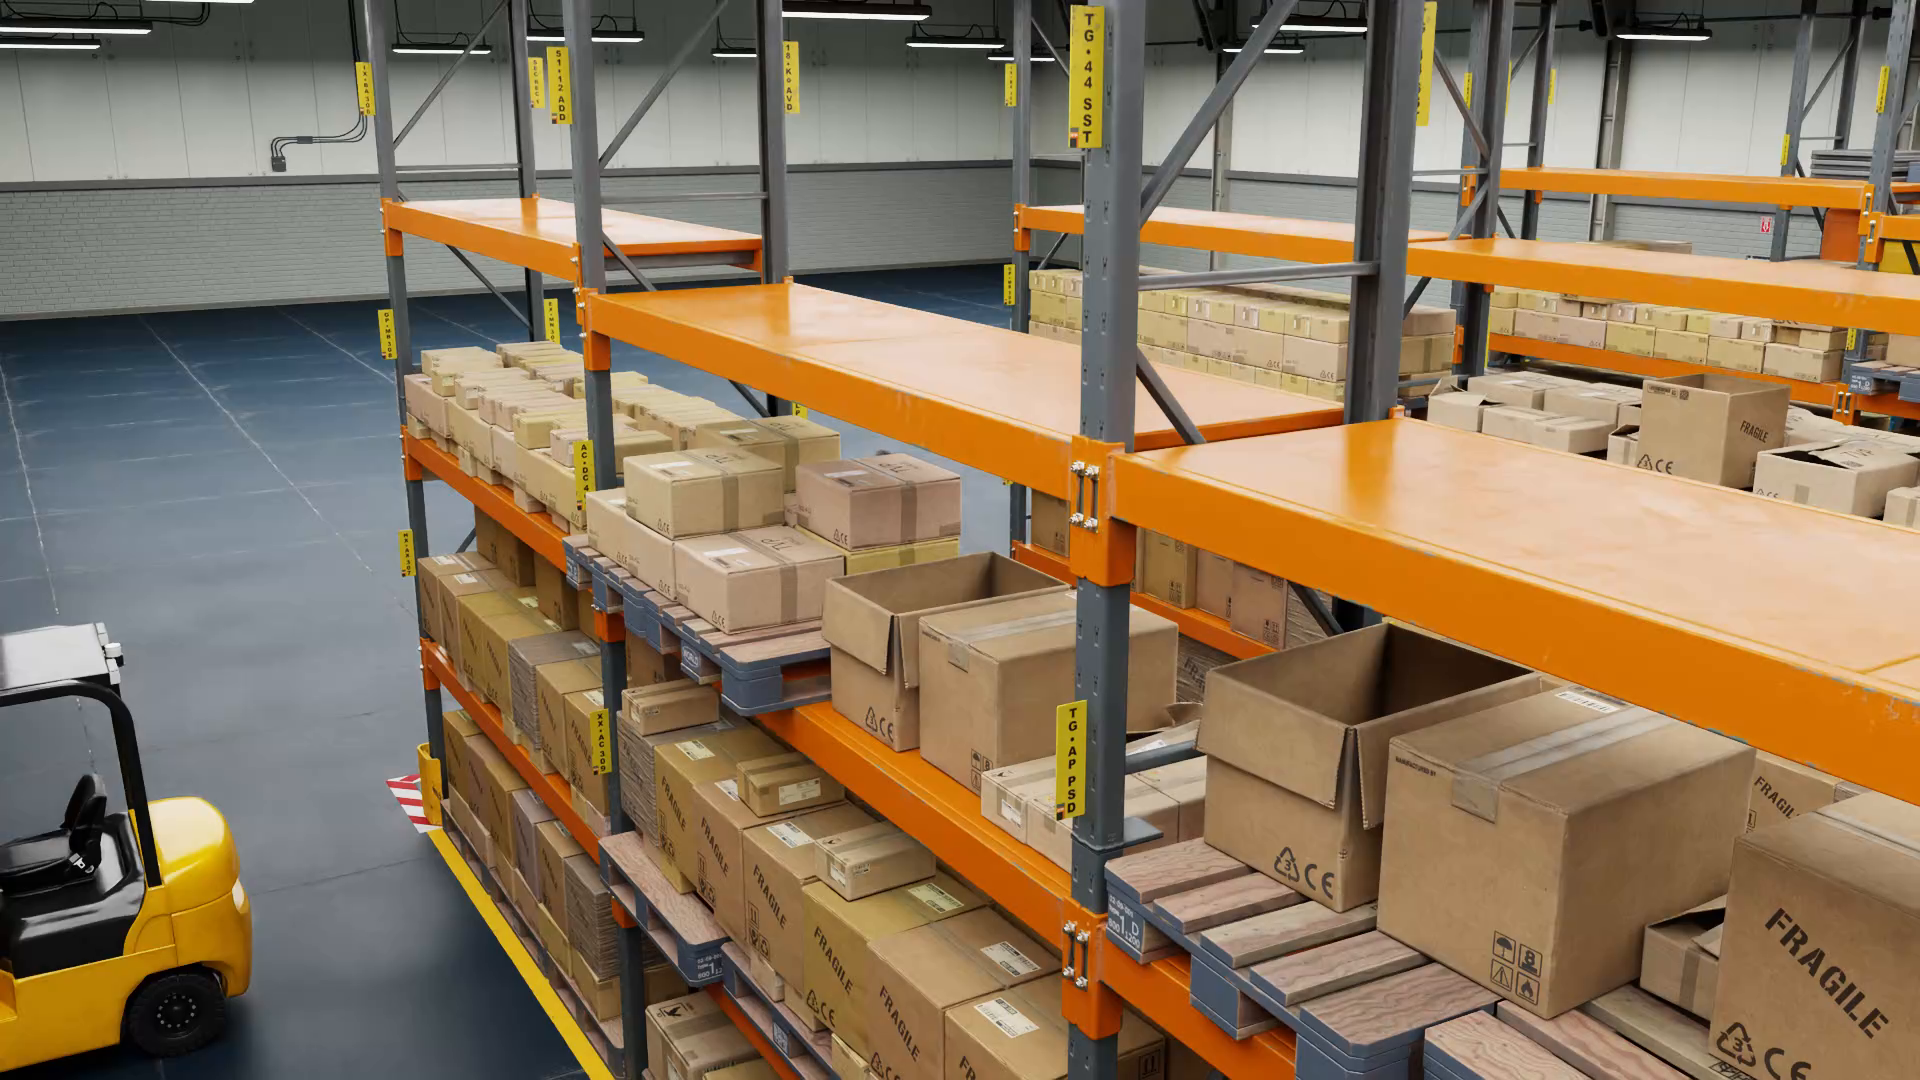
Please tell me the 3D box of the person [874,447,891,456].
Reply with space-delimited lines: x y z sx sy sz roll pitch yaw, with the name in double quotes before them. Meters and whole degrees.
"person" -0.750 -0.073 16.290 0.525 1.692 0.373 -8 17 -29
